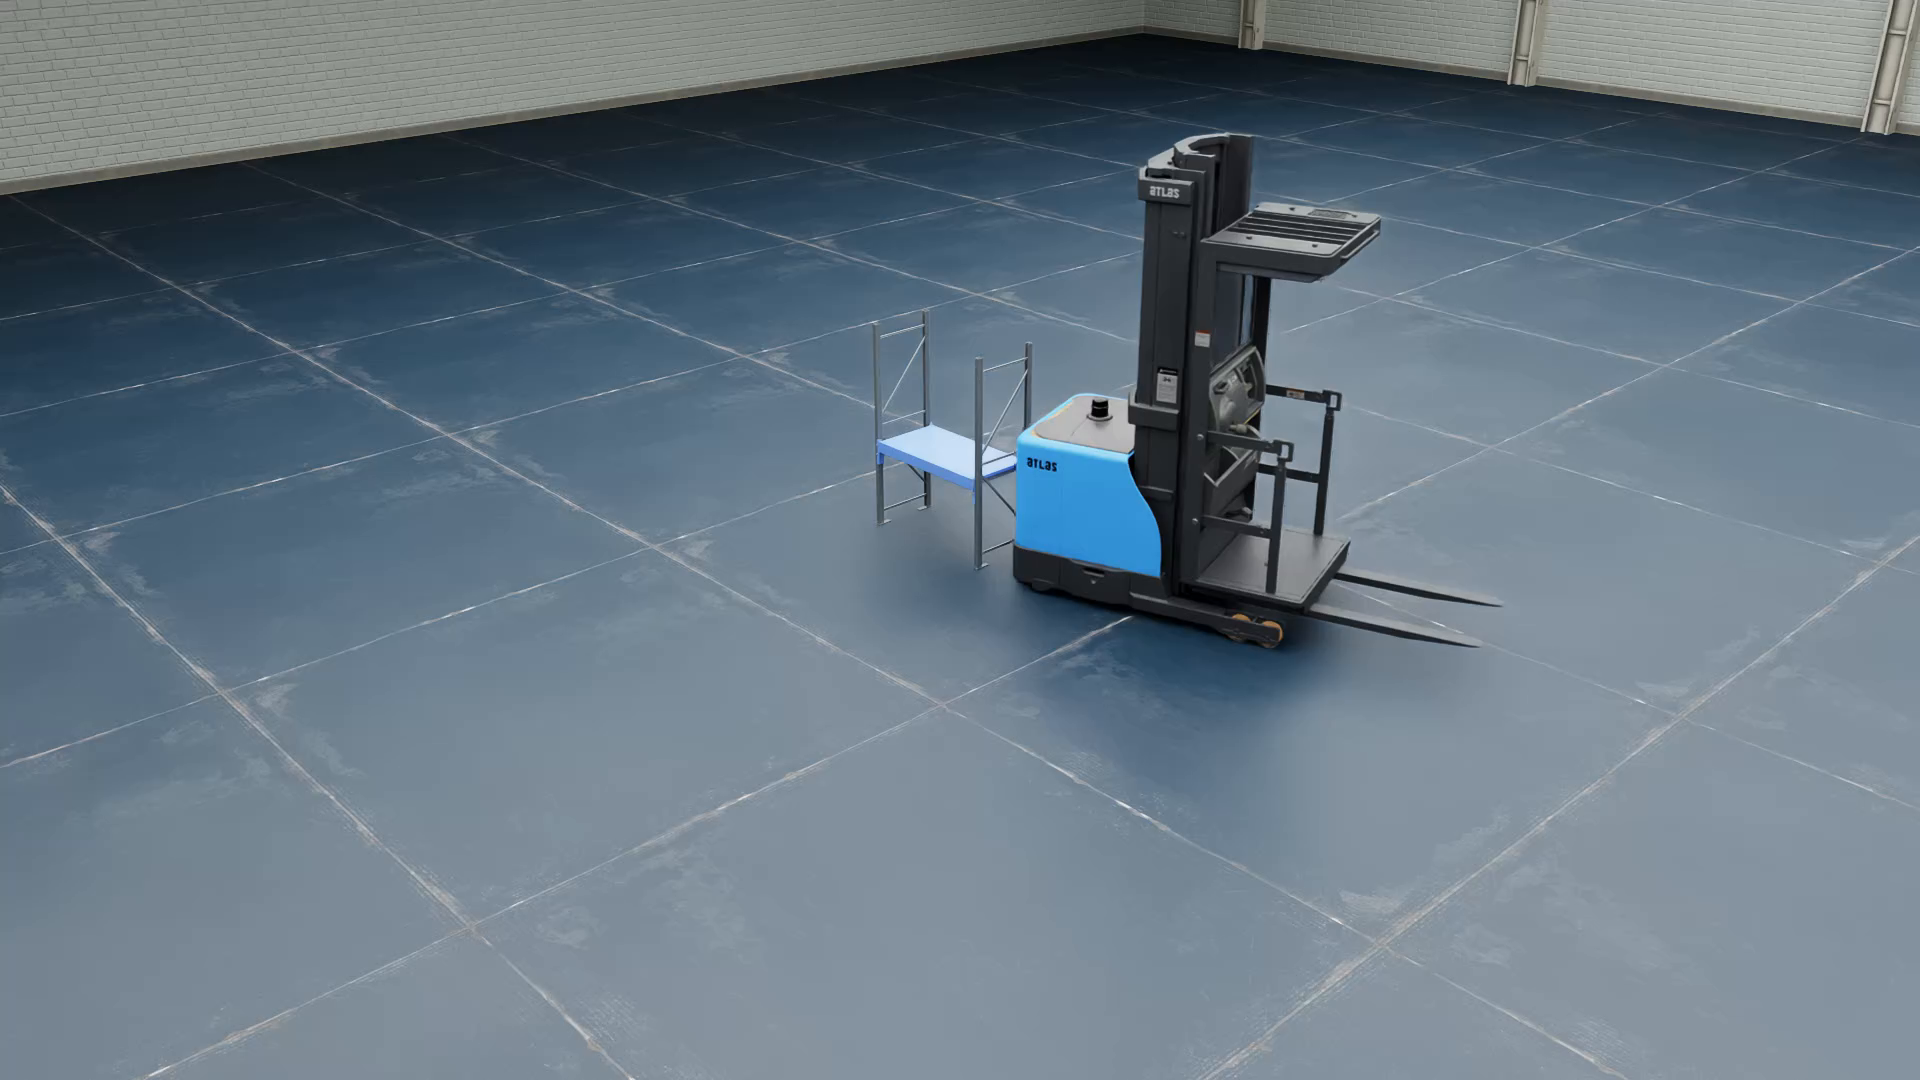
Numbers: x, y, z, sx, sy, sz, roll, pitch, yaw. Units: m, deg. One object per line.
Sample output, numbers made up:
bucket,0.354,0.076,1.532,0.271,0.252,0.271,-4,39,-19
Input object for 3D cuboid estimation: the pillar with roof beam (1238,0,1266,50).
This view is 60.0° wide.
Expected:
pillar with roof beam,2.693,-12.753,28.862,9.100,9.000,0.400,-21,32,-38

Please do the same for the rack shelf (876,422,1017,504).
rack shelf,-0.058,-0.545,11.570,0.538,0.185,1.000,-21,32,-38

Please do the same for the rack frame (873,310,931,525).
rack frame,-0.406,-0.862,11.833,0.500,1.500,0.032,-21,32,-38

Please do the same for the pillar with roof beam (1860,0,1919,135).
pillar with roof beam,10.895,-9.117,20.893,9.100,9.000,0.400,-21,32,-38

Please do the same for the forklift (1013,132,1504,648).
forklift,1.897,-0.916,10.226,3.031,2.935,1.130,12,27,25

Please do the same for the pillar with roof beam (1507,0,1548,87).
pillar with roof beam,6.794,-10.935,24.877,9.100,9.000,0.400,-21,32,-38

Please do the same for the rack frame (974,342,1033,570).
rack frame,0.289,-0.554,11.158,0.500,1.500,0.032,-21,32,-38

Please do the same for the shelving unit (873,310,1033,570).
shelving unit,-0.058,-0.708,11.495,0.538,1.500,1.048,-21,32,-38
